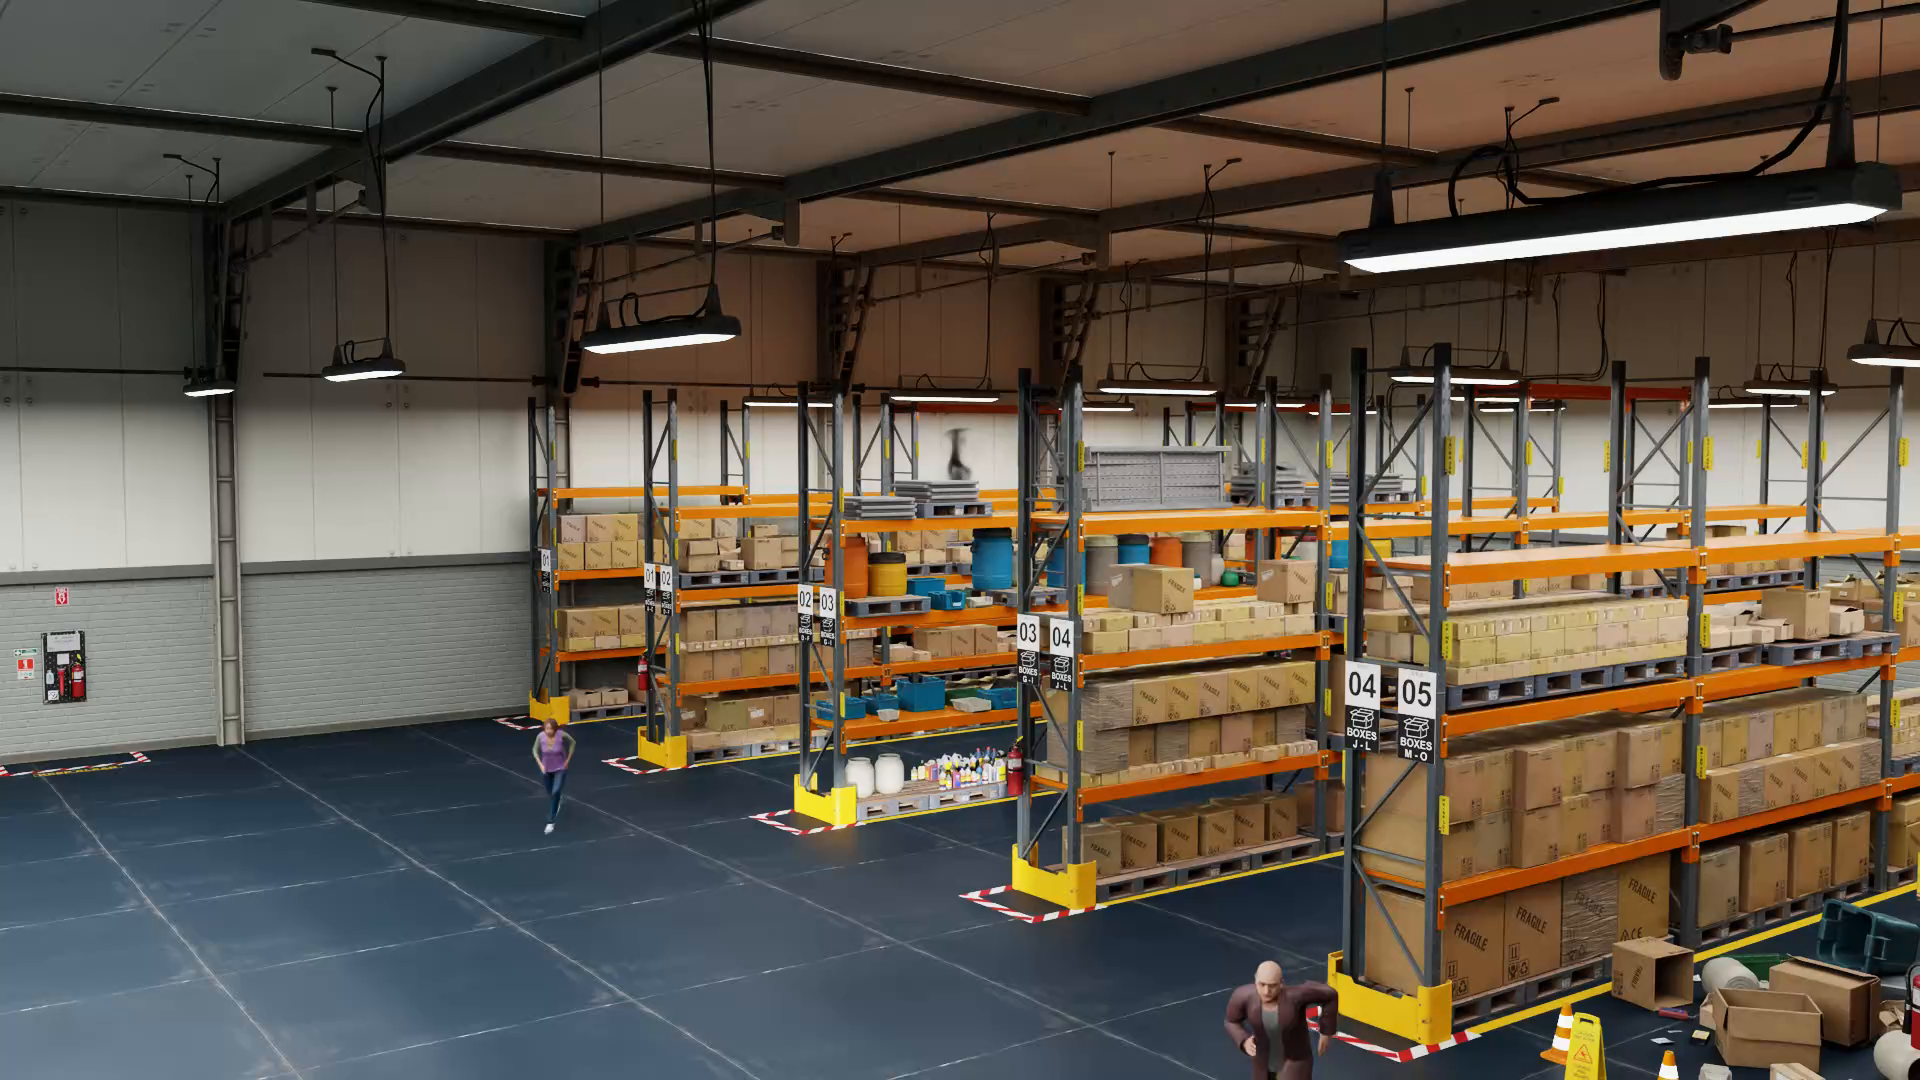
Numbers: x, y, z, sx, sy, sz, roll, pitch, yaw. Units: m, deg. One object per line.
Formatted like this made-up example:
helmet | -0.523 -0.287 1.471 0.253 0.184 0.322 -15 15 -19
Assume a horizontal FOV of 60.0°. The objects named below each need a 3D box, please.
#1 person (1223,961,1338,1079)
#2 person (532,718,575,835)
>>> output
person | 2.231 3.676 11.503 0.752 1.734 1.038 1 4 24
person | -5.434 3.120 22.302 0.561 1.512 0.900 -1 3 -10
